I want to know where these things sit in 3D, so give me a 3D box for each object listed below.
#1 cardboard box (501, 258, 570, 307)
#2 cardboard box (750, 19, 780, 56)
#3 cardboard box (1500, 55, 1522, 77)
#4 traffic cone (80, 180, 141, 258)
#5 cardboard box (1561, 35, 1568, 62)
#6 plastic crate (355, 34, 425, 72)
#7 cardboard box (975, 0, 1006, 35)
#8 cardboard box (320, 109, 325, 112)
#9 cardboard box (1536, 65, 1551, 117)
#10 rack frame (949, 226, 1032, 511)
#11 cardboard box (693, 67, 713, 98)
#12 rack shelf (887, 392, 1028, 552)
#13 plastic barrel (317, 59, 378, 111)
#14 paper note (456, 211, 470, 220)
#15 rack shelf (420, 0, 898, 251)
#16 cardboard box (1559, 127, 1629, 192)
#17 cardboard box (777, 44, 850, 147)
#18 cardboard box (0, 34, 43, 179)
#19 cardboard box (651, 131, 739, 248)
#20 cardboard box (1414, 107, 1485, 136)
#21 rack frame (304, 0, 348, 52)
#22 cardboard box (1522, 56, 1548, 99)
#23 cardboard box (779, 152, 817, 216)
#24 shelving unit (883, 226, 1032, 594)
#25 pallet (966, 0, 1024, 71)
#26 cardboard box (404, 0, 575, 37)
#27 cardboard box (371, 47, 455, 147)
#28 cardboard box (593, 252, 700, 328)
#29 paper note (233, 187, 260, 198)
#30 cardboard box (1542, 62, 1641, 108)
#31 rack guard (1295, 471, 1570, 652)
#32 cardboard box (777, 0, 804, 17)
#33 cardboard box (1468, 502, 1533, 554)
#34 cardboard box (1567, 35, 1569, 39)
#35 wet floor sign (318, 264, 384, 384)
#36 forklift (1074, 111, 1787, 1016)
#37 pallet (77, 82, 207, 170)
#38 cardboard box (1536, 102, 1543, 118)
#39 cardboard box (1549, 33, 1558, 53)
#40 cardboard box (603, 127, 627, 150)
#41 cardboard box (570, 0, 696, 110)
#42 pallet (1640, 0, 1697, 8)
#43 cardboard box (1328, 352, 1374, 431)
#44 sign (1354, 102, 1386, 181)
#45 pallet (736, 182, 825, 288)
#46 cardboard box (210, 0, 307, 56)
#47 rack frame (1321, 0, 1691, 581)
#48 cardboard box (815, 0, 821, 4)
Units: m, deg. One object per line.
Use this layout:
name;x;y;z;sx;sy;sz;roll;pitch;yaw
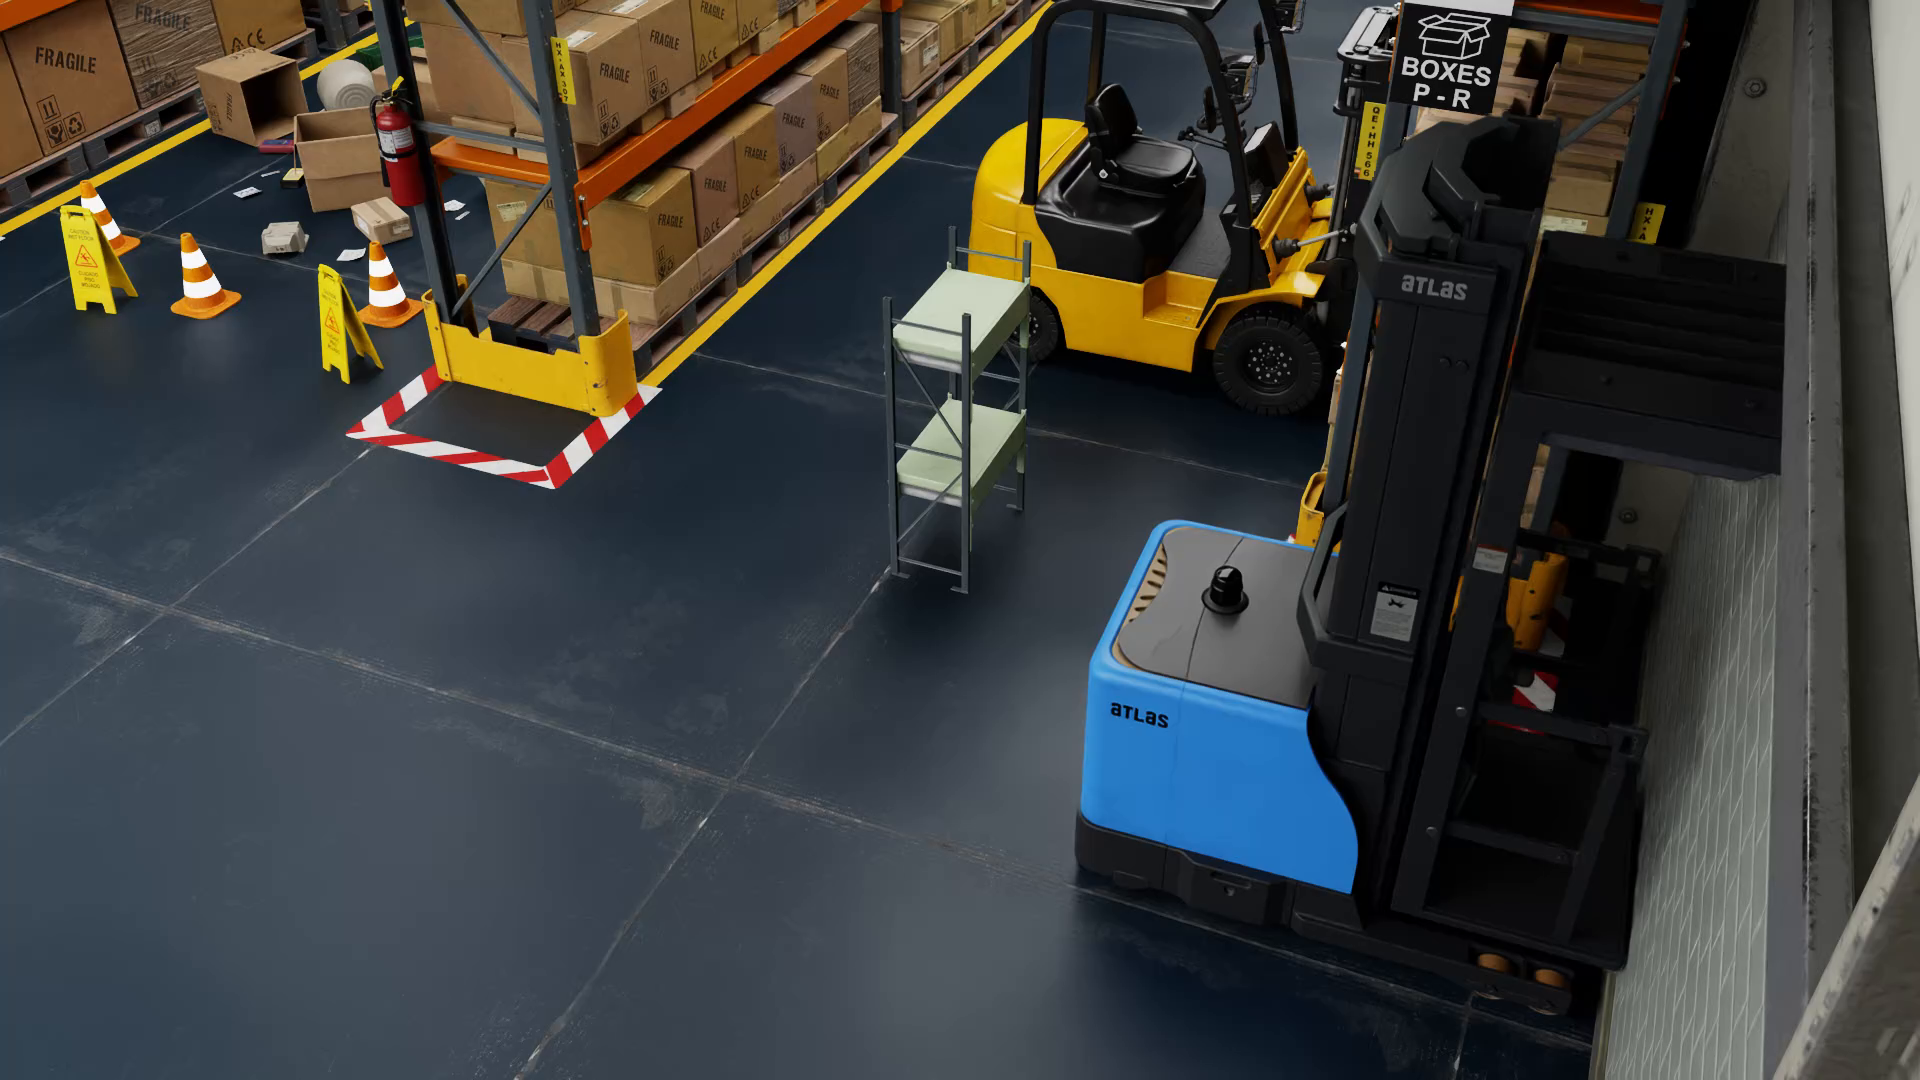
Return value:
cardboard box;-2.360;-1.640;9.884;0.500;0.250;0.500;14;39;18
cardboard box;-1.319;-3.069;10.060;0.380;0.149;0.250;14;39;18
cardboard box;2.405;-2.172;7.777;0.380;0.149;0.250;15;39;19
traffic cone;-5.529;-2.077;10.642;0.336;0.463;0.334;14;39;18
cardboard box;3.572;-2.591;9.128;0.500;0.500;0.500;14;39;18
plastic crate;-4.377;-3.839;13.181;0.662;0.188;0.450;-25;33;-29
cardboard box;-0.175;-4.456;13.550;0.950;0.372;0.625;15;39;19
cardboard box;-4.473;-2.871;11.869;0.396;0.266;0.258;21;42;25
cardboard box;2.690;-2.144;8.530;0.500;0.500;0.500;14;39;18
rack frame;0.137;-0.800;8.067;0.400;1.500;0.023;14;39;18
cardboard box;-1.642;-2.643;9.491;0.380;0.149;0.250;15;39;19
rack shelf;-0.003;-0.336;7.991;0.431;0.370;0.720;14;39;18
plastic barrel;-4.535;-3.328;12.348;0.421;0.421;0.512;-17;40;-22
paper note;-3.335;-2.177;11.154;0.032;0.001;0.123;14;39;18
rack shelf;-1.667;-2.870;10.185;1.077;0.370;4.000;14;39;18
cardboard box;2.648;-1.611;7.027;0.380;0.149;0.250;15;39;19
cardboard box;-1.075;-2.962;11.027;0.500;0.500;0.500;15;39;19
cardboard box;-6.847;-2.830;10.955;0.875;0.875;0.875;14;39;18
cardboard box;-1.662;-2.105;9.881;0.500;0.500;0.500;12;39;16
cardboard box;2.170;-1.731;7.187;0.380;0.149;0.250;14;39;18
rack frame;-5.522;-5.337;12.885;1.000;3.000;0.127;14;39;18
cardboard box;2.680;-2.311;8.211;0.380;0.149;0.250;14;39;17
cardboard box;-1.274;-2.366;10.856;0.500;0.250;0.500;14;39;18
shelving unit;-0.003;-0.597;7.796;0.431;1.500;0.755;14;39;18
pallet;-0.148;-4.258;13.770;1.003;0.211;1.213;14;39;18
cardboard box;-2.436;-2.943;8.515;0.700;0.500;0.500;13;39;17
cardboard box;-3.753;-3.174;11.963;0.797;0.637;0.503;14;39;18
cardboard box;-1.865;-1.501;9.699;0.500;0.250;0.500;14;39;17
paper note;-4.893;-2.391;11.425;0.144;0.017;0.142;29;45;33
cardboard box;2.892;-2.050;7.614;0.380;0.149;0.250;15;39;19
rack guard;2.155;0.092;7.709;1.175;0.500;0.348;14;39;18
cardboard box;-1.228;-3.547;10.158;0.500;0.500;0.500;15;39;19
cardboard box;2.531;-0.216;7.980;0.500;0.250;0.500;14;39;18
cardboard box;3.201;-2.475;8.183;0.380;0.149;0.250;15;39;19
wet floor sign;-3.490;-1.246;9.378;0.267;0.644;0.232;29;45;33
forklift;2.018;0.168;5.577;3.031;2.935;1.130;13;39;16
pallet;-6.347;-3.139;12.273;1.003;0.211;1.213;14;39;18
cardboard box;2.974;-1.746;7.997;0.500;0.500;0.500;13;39;17
cardboard box;2.795;-2.573;8.314;0.380;0.149;0.250;14;39;18
cardboard box;-2.025;-2.234;8.943;0.380;0.149;0.250;14;39;18
cardboard box;-1.797;-2.697;9.020;0.500;0.500;0.500;15;39;19
pallet;2.457;-2.474;6.622;1.003;0.211;1.213;14;39;18
cardboard box;2.051;-0.715;7.812;0.500;0.250;0.500;15;39;19
sign;1.667;-1.612;6.736;0.100;0.325;0.005;14;39;18
pallet;-1.592;-2.091;10.871;1.003;0.211;1.213;14;39;18
cardboard box;-5.826;-4.322;12.951;0.875;0.875;0.875;14;39;18
rack frame;2.164;-0.922;6.978;1.000;3.000;0.127;14;39;18
cardboard box;-1.114;-3.516;10.659;0.380;0.149;0.250;13;39;17
